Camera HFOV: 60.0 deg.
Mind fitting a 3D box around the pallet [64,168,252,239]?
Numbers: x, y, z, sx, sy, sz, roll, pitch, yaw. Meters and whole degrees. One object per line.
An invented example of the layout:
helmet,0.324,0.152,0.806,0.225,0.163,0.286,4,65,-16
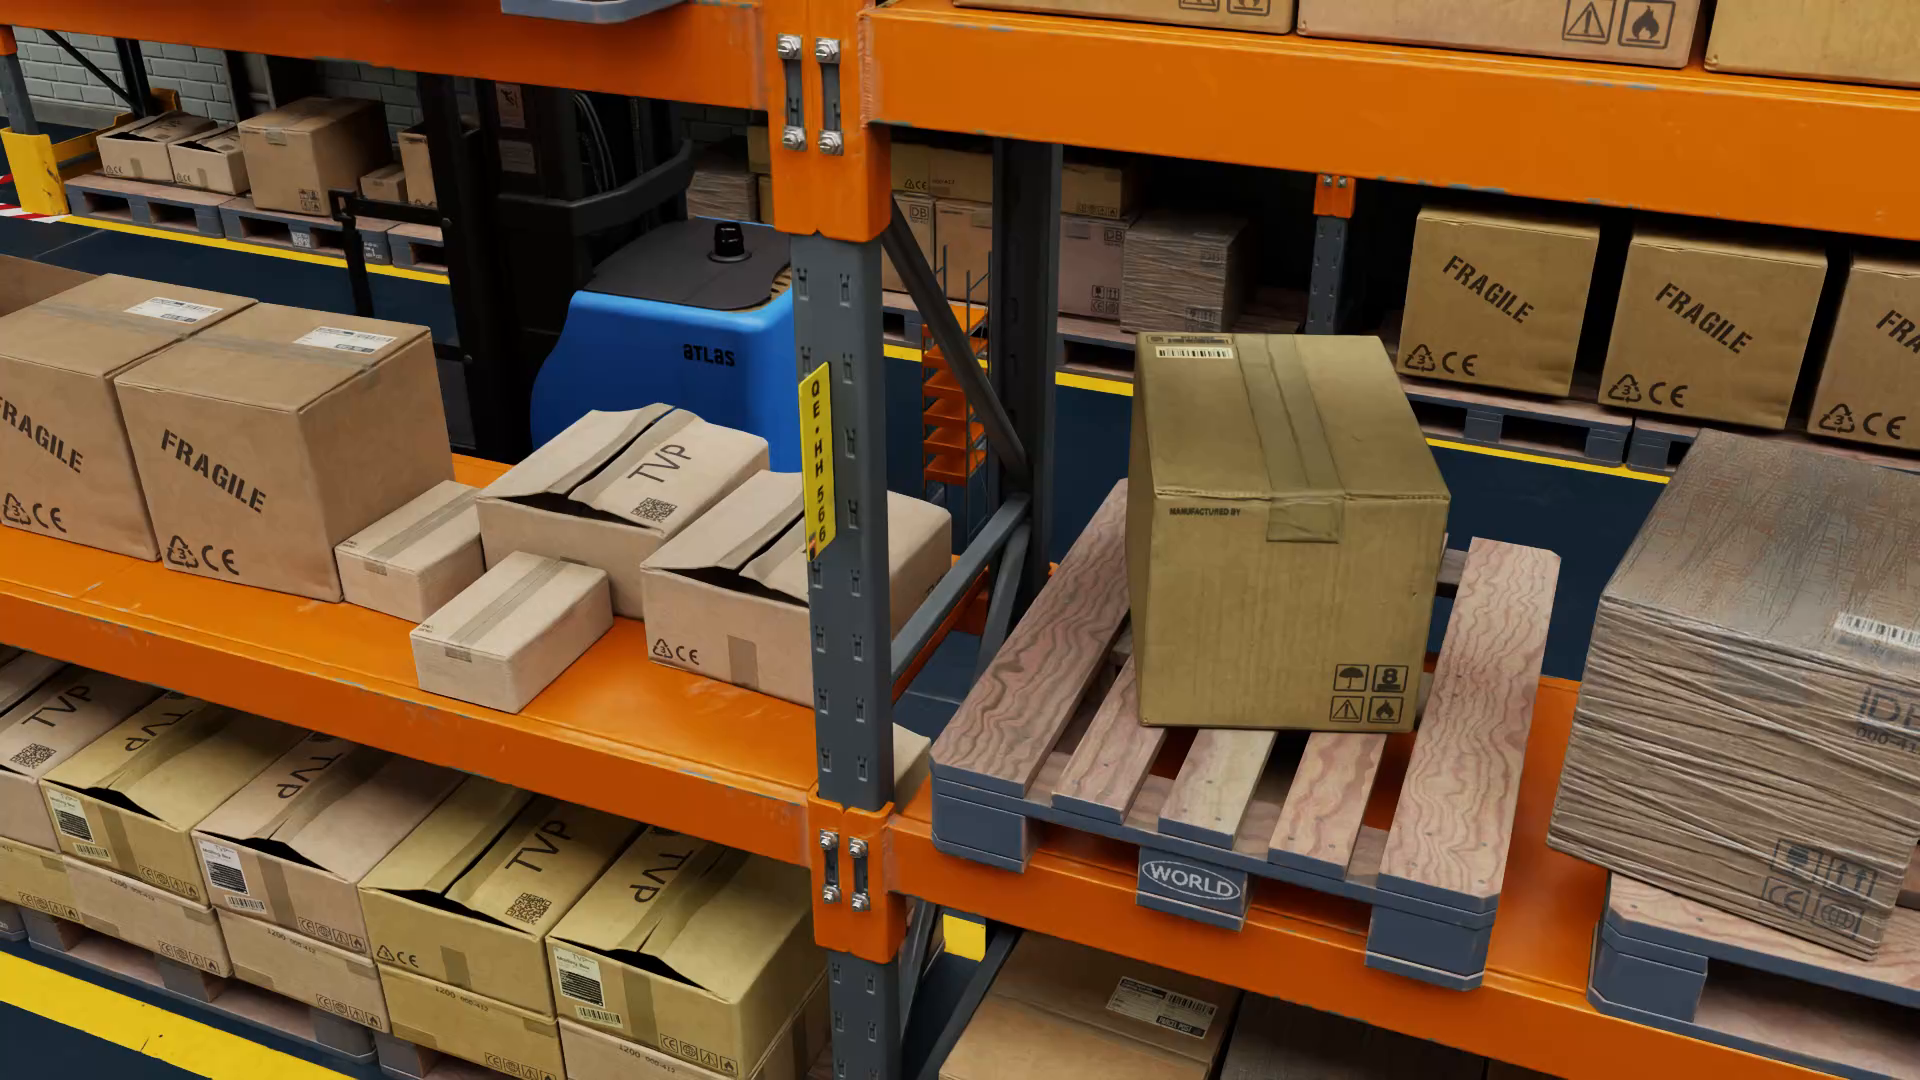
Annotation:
pallet,-4.773,-2.221,10.464,1.213,0.211,1.003,11,31,19

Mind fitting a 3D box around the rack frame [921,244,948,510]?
rack frame,-0.098,-0.542,6.489,0.006,1.200,0.240,11,31,19

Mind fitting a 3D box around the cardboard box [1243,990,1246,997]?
cardboard box,0.926,1.087,3.872,0.500,0.500,0.500,13,32,21

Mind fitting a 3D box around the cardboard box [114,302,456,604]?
cardboard box,-1.590,-0.222,3.993,0.500,0.500,0.500,10,31,16

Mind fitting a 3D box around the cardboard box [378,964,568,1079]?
cardboard box,-1.087,1.059,4.196,0.500,0.250,0.500,11,31,19

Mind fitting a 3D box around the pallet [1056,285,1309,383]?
pallet,1.106,-1.066,8.422,1.213,0.211,1.003,11,31,19

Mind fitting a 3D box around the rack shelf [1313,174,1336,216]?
rack shelf,-0.023,-2.192,8.311,4.000,0.370,1.077,11,31,19

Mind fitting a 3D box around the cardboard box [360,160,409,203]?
cardboard box,-3.351,-2.131,9.921,0.250,0.149,0.380,9,31,15

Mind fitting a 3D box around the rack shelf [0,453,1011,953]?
rack shelf,-1.882,0.067,4.313,4.000,0.370,1.077,11,31,19

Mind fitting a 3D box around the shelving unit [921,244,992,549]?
shelving unit,-0.013,-0.525,6.459,0.189,1.200,0.258,11,31,19

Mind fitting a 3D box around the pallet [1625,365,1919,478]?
pallet,3.659,-0.515,7.446,1.213,0.211,1.003,11,31,19

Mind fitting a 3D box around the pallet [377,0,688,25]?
pallet,-0.692,-1.184,2.940,1.003,0.211,1.213,13,32,21

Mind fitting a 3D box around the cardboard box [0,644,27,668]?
cardboard box,-2.985,0.439,4.722,0.500,0.311,0.500,11,31,19

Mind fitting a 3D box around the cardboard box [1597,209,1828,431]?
cardboard box,3.271,-1.021,7.266,0.750,0.750,0.750,11,31,19

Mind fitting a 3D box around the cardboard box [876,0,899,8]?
cardboard box,-0.281,-2.786,8.082,0.500,0.500,0.700,16,33,26

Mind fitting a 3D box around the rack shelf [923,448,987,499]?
rack shelf,-0.013,-0.277,6.599,0.180,0.103,0.258,11,31,19

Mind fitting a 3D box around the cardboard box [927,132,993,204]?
cardboard box,0.160,-1.901,8.396,0.500,0.250,0.500,11,31,19

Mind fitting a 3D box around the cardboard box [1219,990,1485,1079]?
cardboard box,0.772,1.330,3.442,0.500,0.500,0.500,10,31,17

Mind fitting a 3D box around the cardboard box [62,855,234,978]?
cardboard box,-2.030,0.870,4.529,0.500,0.250,0.500,12,32,20

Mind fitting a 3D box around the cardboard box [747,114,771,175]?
cardboard box,-0.779,-2.096,8.742,0.500,0.250,0.500,11,31,18

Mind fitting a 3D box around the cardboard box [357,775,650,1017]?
cardboard box,-1.091,0.817,4.055,0.500,0.311,0.500,11,31,18

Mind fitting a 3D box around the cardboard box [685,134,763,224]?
cardboard box,-1.188,-1.850,9.068,0.500,0.500,0.700,12,32,21

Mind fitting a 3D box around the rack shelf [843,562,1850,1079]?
rack shelf,1.824,0.807,3.004,4.000,0.370,1.077,11,31,19

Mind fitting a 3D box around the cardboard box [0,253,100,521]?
cardboard box,-2.542,-0.412,4.329,0.500,0.500,0.500,14,32,23

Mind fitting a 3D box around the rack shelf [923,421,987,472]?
rack shelf,-0.013,-0.382,6.540,0.180,0.103,0.258,11,31,19

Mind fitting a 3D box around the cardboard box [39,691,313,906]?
cardboard box,-2.021,0.628,4.388,0.500,0.311,0.500,12,32,20

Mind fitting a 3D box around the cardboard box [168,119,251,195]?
cardboard box,-4.448,-2.362,10.165,0.500,0.311,0.500,14,32,23

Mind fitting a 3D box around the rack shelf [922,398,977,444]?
rack shelf,-0.013,-0.486,6.481,0.180,0.103,0.258,11,31,19

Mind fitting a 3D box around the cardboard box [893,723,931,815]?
cardboard box,-0.404,0.664,4.325,0.500,0.311,0.500,12,32,21

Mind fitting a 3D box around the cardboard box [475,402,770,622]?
cardboard box,-0.785,-0.091,3.953,0.500,0.311,0.500,11,31,19

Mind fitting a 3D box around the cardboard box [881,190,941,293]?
cardboard box,-0.233,-1.664,8.739,0.500,0.500,0.700,12,32,20

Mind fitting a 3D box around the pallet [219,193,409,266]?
pallet,-3.647,-1.994,10.064,1.213,0.211,1.003,11,31,19

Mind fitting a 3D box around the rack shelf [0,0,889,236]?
rack shelf,-1.882,-1.238,3.575,4.000,0.370,1.077,11,31,19

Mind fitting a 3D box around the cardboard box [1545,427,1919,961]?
cardboard box,1.372,0.219,2.785,0.500,0.500,0.700,18,34,28

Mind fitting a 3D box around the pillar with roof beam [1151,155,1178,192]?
pillar with roof beam,-0.668,-3.419,3.653,0.400,9.000,9.100,11,31,19

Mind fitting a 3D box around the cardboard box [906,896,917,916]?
cardboard box,-0.404,0.908,4.463,0.500,0.250,0.500,11,31,19

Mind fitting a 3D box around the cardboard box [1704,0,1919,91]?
cardboard box,1.342,-0.969,2.266,0.500,0.500,0.910,11,31,19

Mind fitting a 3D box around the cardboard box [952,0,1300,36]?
cardboard box,0.388,-1.160,2.603,0.500,0.500,0.910,11,31,19

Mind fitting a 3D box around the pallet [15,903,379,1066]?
pallet,-1.904,0.942,4.869,1.213,0.211,1.003,11,31,19

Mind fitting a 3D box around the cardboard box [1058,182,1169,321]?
cardboard box,0.709,-1.496,8.442,0.500,0.500,0.700,11,31,19

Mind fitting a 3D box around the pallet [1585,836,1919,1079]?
pallet,1.775,0.565,2.896,1.213,0.211,1.003,11,31,19

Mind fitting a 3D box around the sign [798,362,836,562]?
sign,-0.235,-0.126,2.748,0.005,0.325,0.100,11,31,19

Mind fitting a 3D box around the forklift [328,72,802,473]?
forklift,-1.937,-1.611,6.621,3.031,2.935,1.130,11,31,18

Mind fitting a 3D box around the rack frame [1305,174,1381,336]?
rack frame,1.830,-2.135,7.479,0.127,3.000,1.000,11,31,19
